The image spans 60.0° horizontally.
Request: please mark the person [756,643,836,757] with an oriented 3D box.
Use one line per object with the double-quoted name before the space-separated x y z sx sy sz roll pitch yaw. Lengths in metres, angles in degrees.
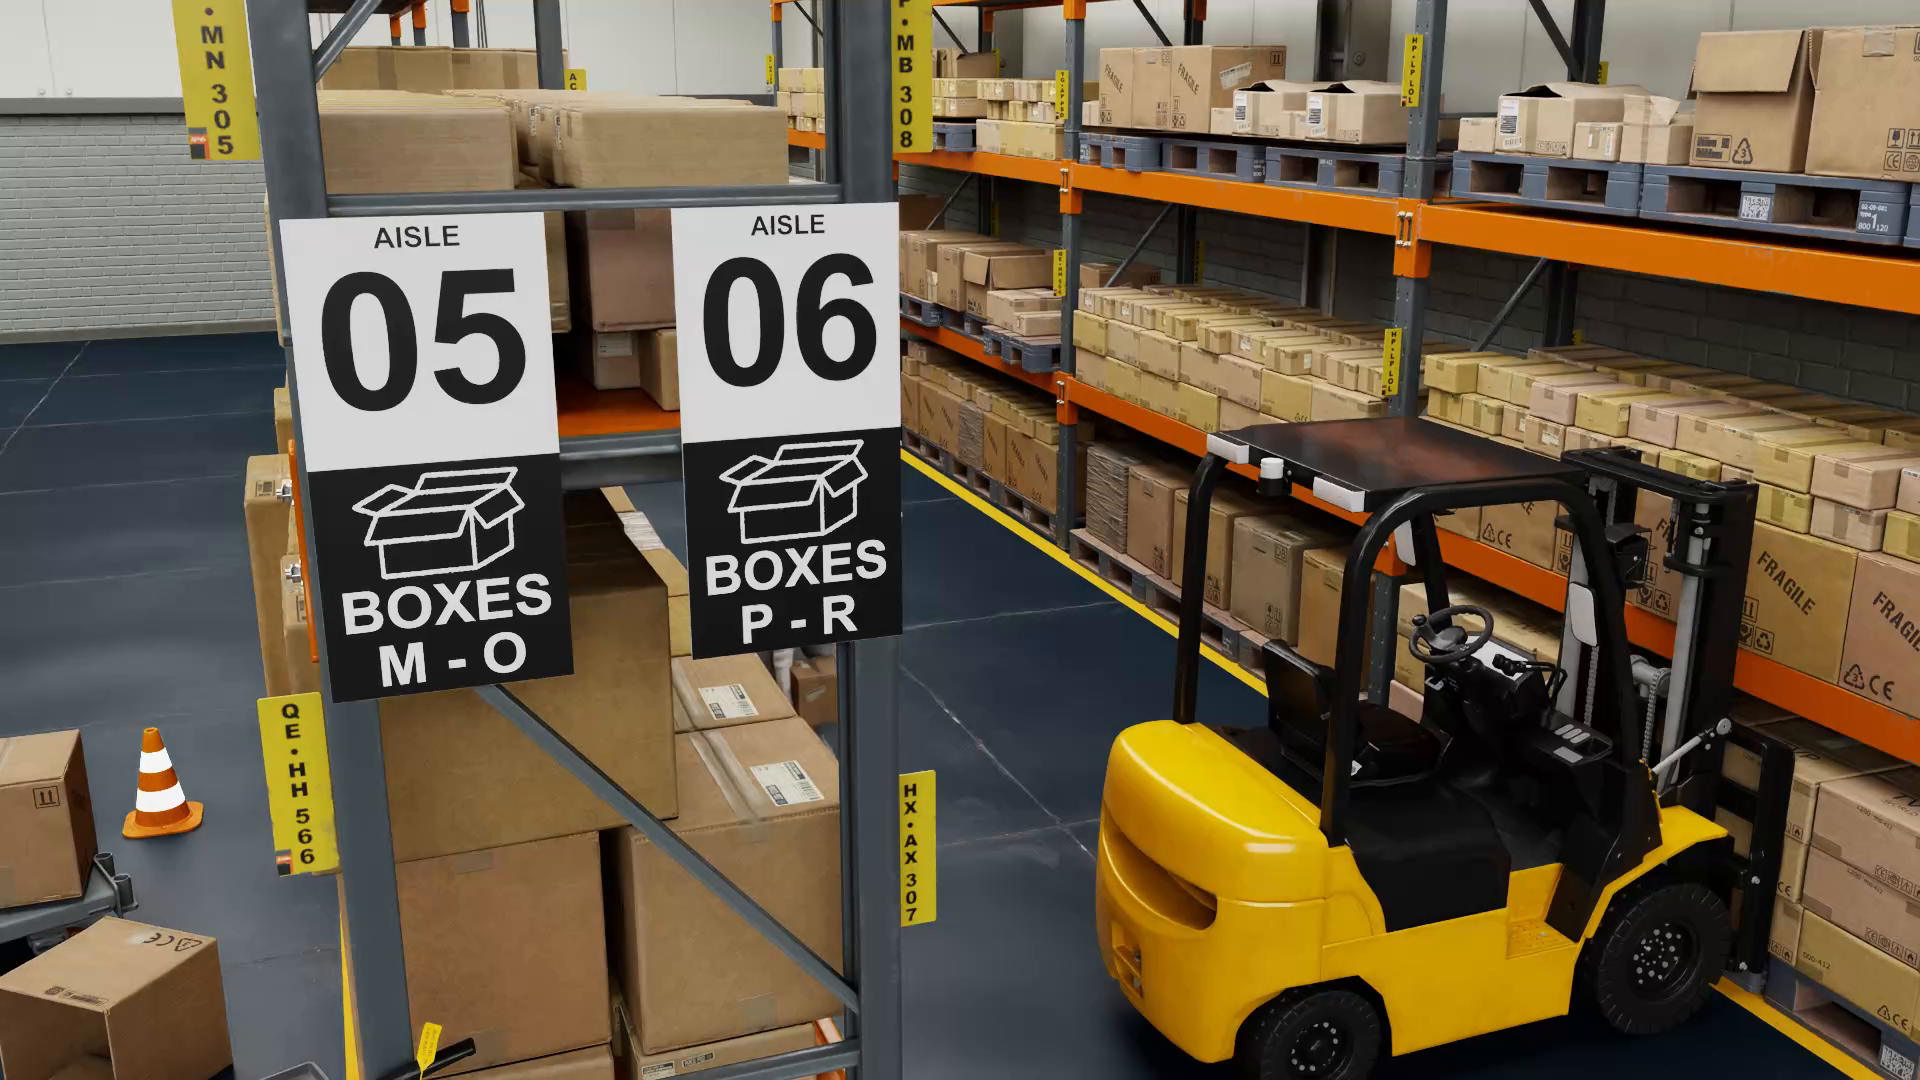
"person" -0.770 0.594 8.251 0.428 1.215 0.903 -7 17 -22
